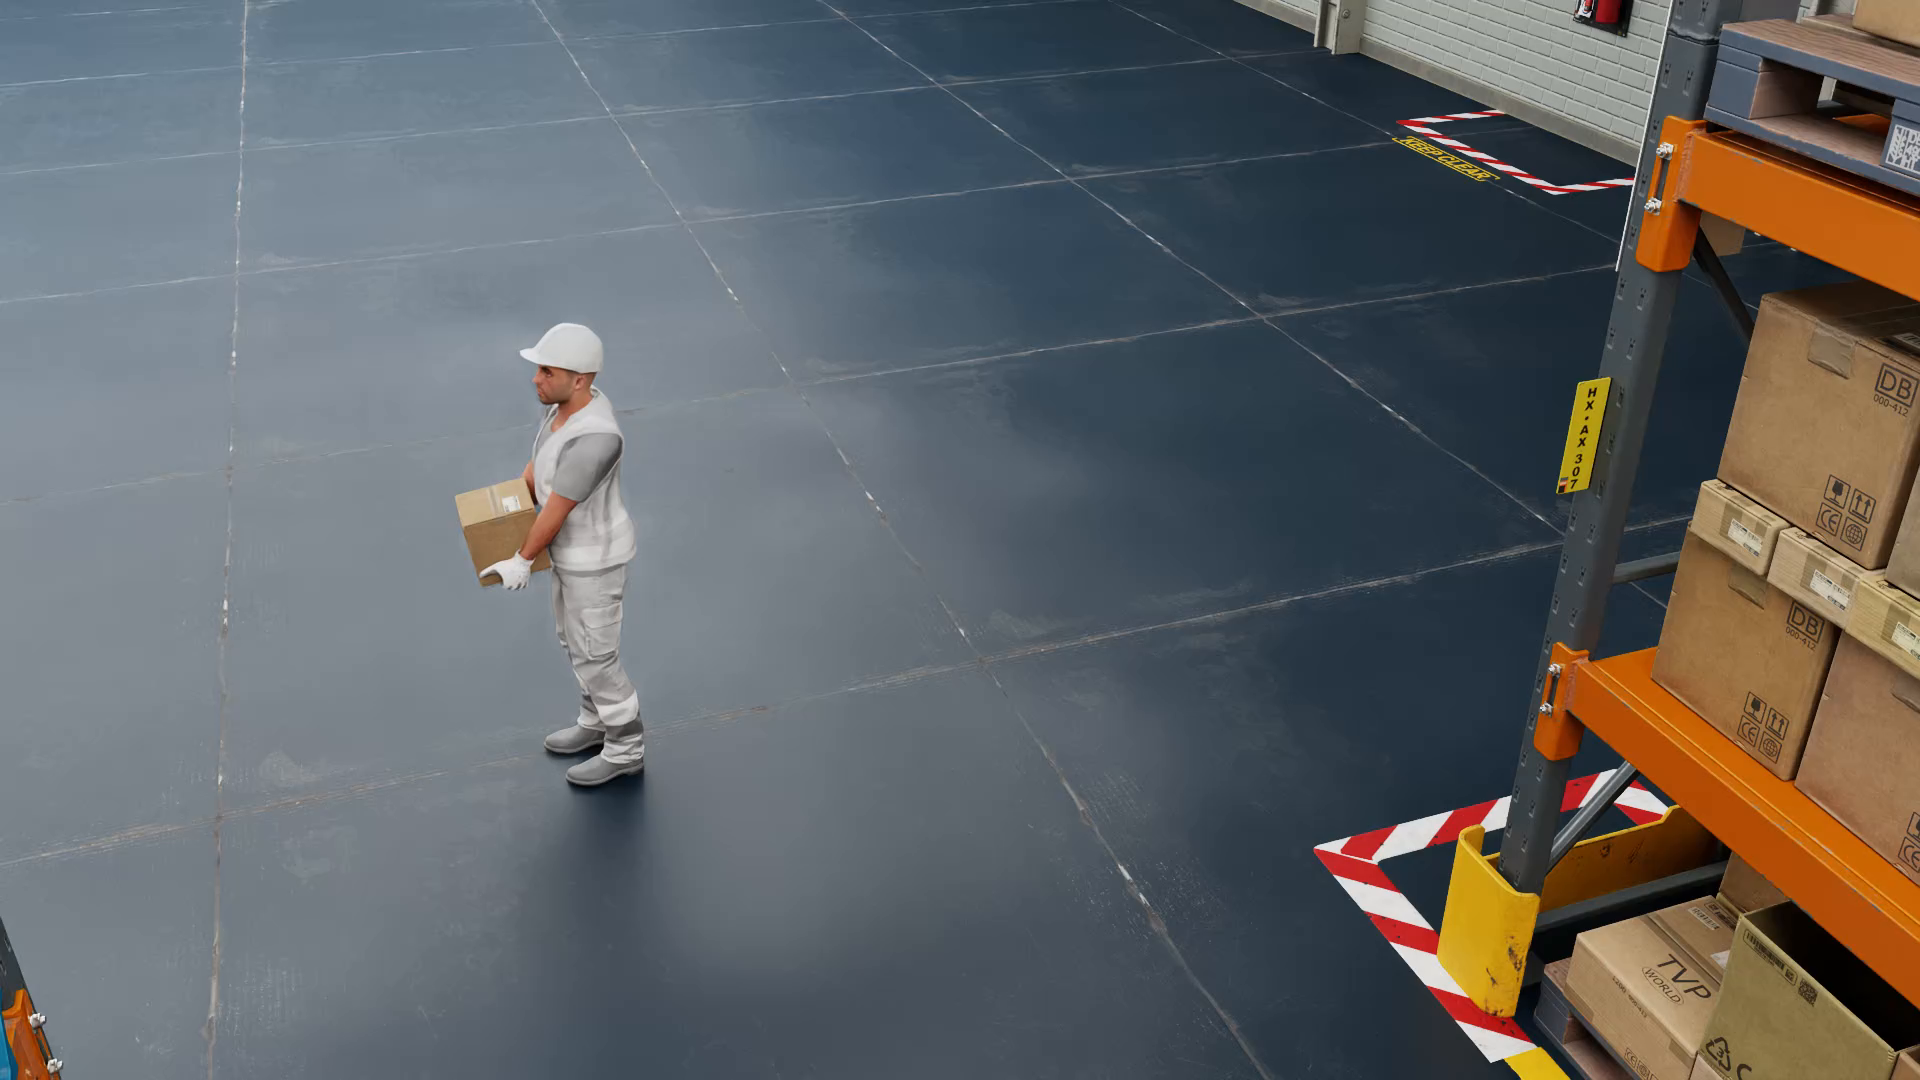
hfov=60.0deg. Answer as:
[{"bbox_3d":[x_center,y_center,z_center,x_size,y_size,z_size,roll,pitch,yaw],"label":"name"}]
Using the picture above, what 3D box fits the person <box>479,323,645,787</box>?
[{"bbox_3d":[-1.444,0.077,5.968,0.559,1.786,0.495,-10,31,-18],"label":"person"}]
